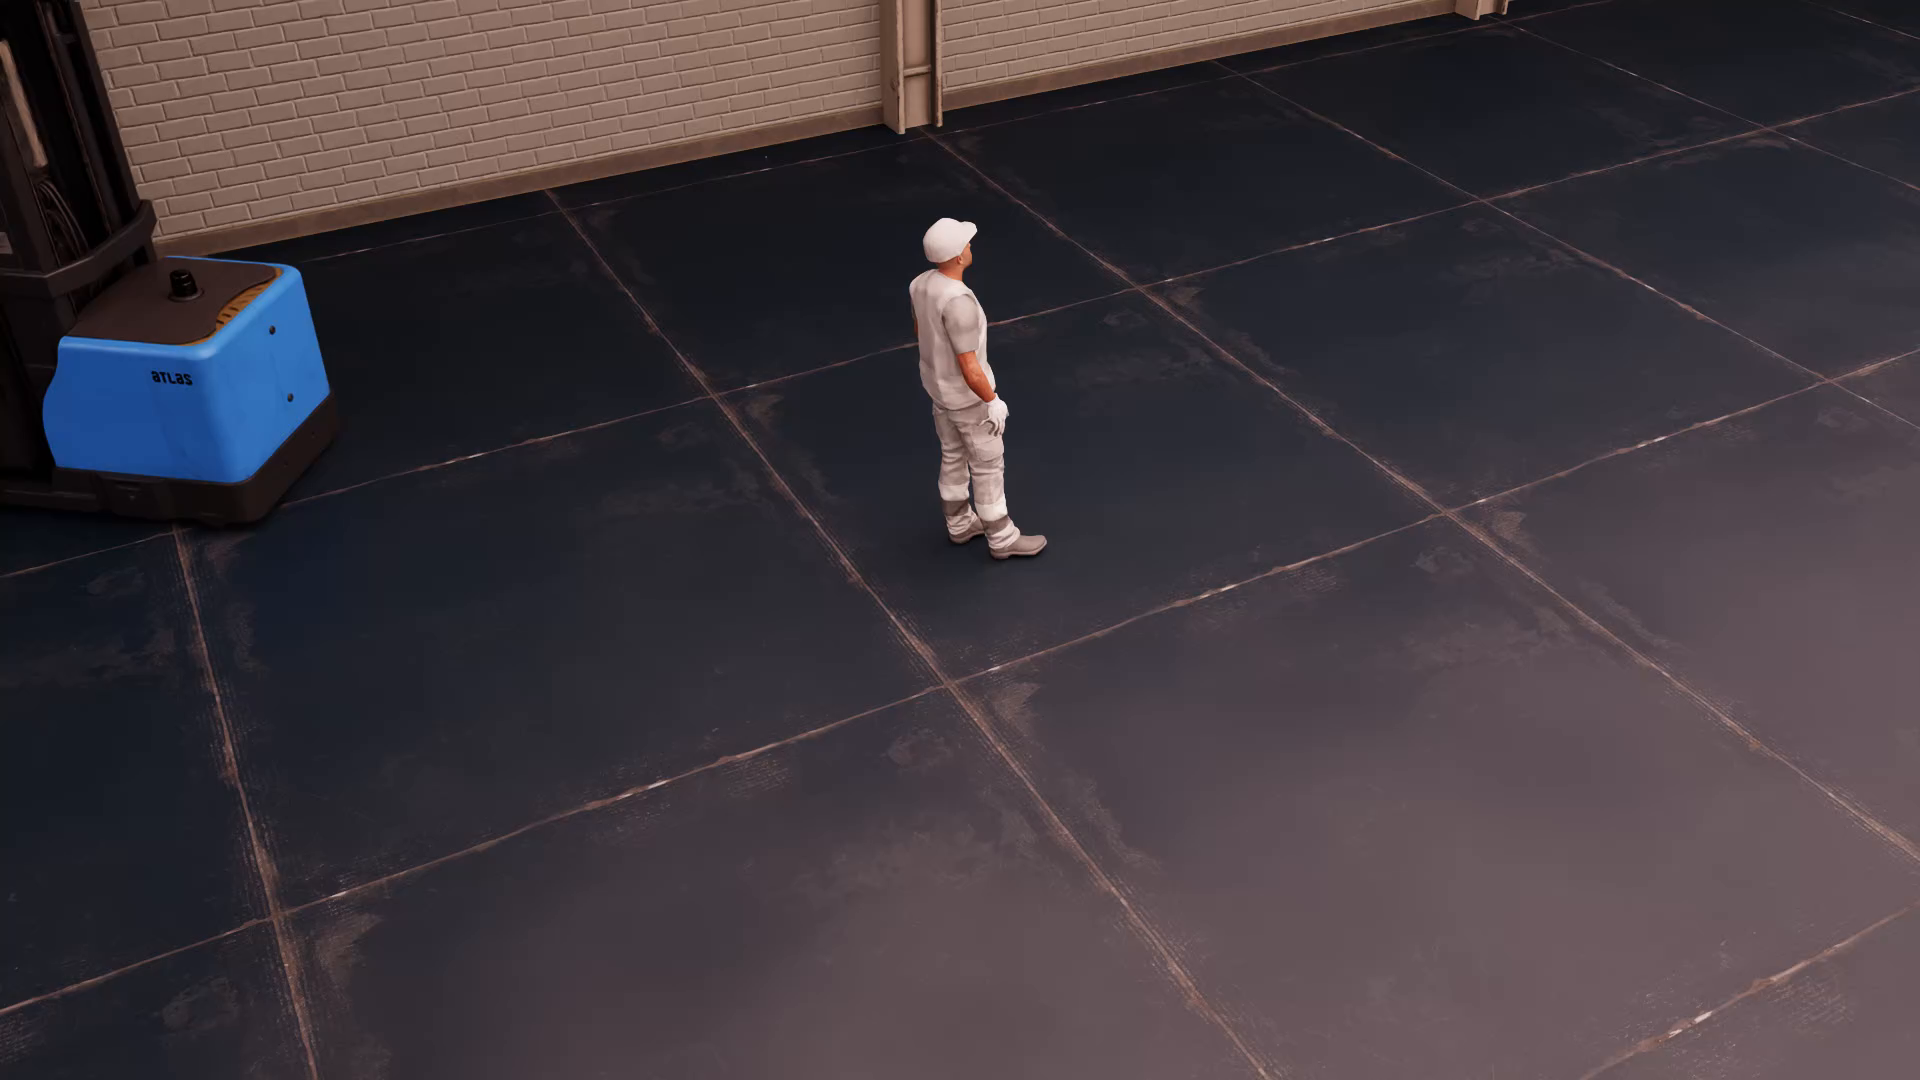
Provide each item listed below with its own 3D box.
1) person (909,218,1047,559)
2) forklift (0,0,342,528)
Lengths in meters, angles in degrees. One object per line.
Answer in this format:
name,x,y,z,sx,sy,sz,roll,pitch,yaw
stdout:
person,0.076,-0.752,8.163,0.564,1.787,0.637,-17,39,-23
forklift,-5.068,-1.658,8.468,3.031,2.935,1.130,5,36,8
